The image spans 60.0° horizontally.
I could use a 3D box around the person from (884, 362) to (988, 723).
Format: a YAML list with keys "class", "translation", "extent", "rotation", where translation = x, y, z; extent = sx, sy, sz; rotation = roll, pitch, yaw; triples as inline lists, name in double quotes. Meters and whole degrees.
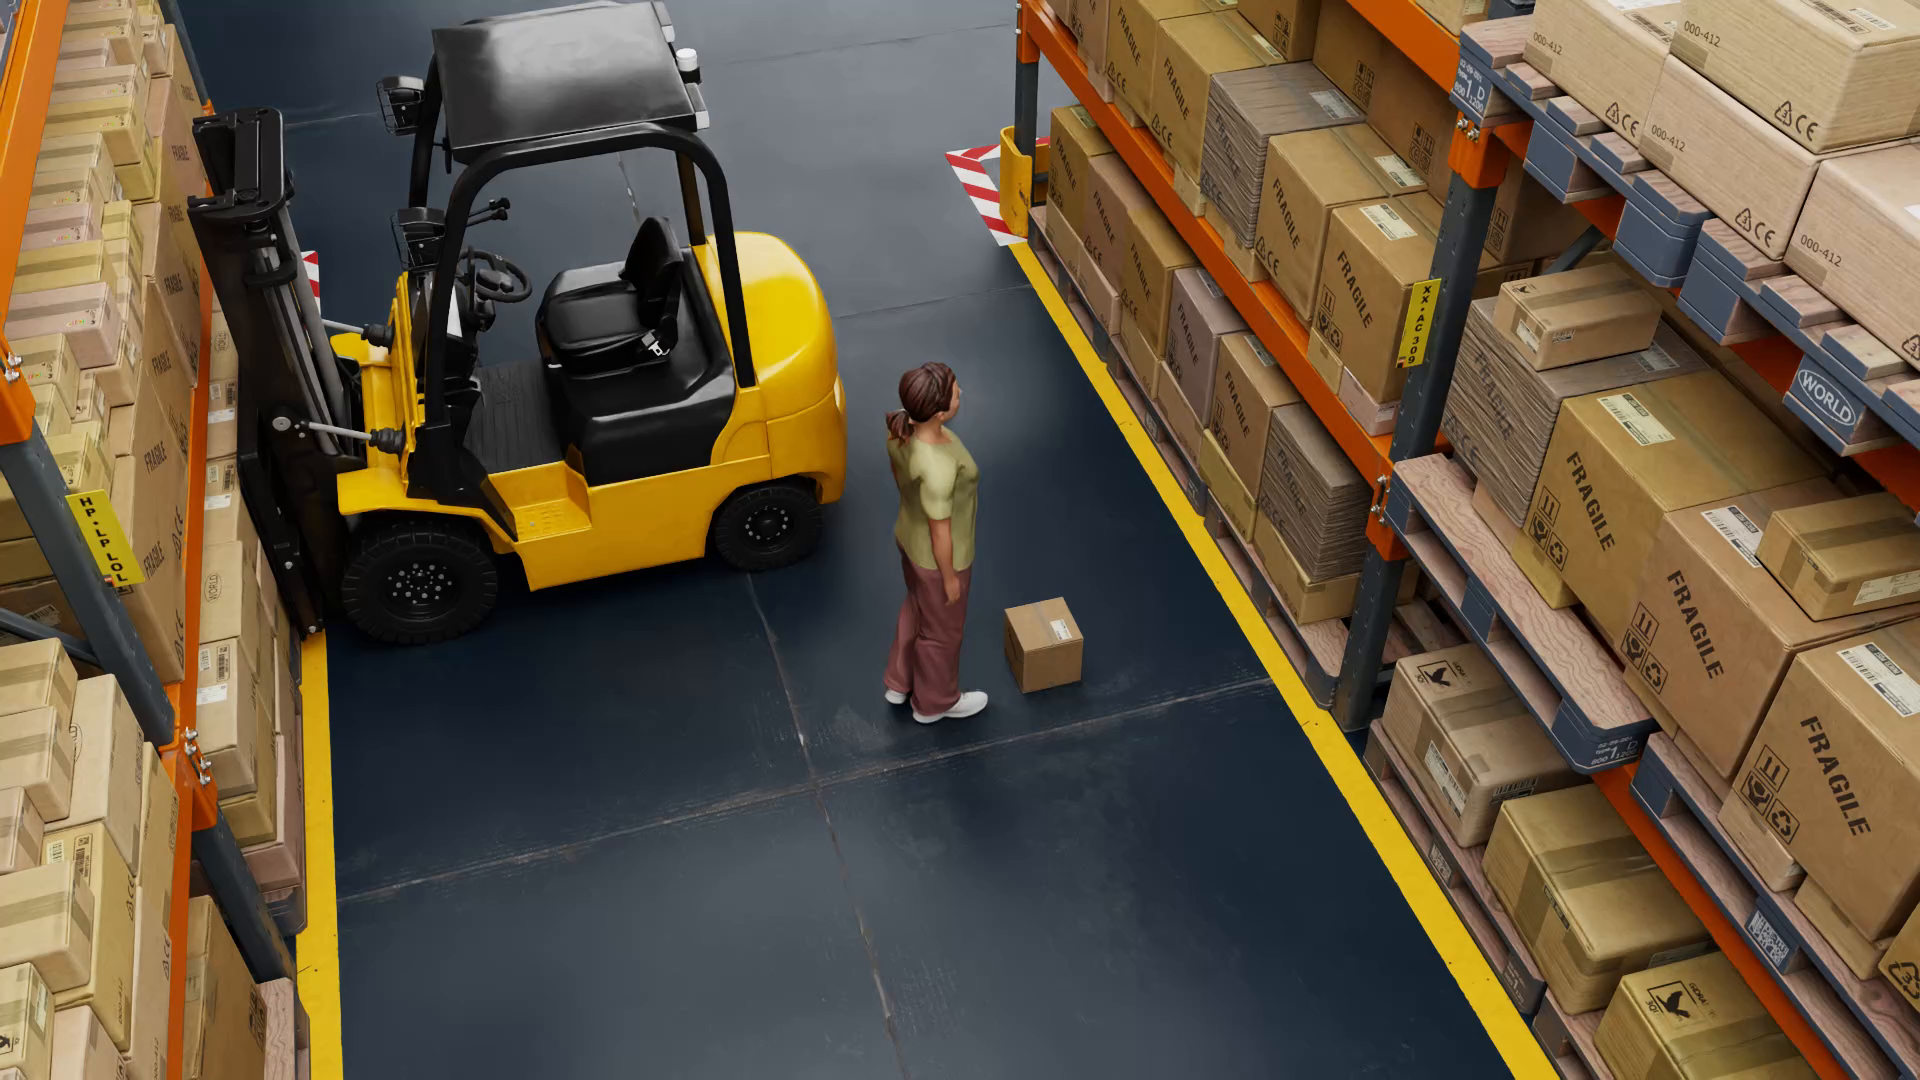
- class: "person"
  translation: [-0.107, 0.029, 6.135]
  extent: [0.378, 1.690, 0.465]
  rotation: [-17, 45, -18]
